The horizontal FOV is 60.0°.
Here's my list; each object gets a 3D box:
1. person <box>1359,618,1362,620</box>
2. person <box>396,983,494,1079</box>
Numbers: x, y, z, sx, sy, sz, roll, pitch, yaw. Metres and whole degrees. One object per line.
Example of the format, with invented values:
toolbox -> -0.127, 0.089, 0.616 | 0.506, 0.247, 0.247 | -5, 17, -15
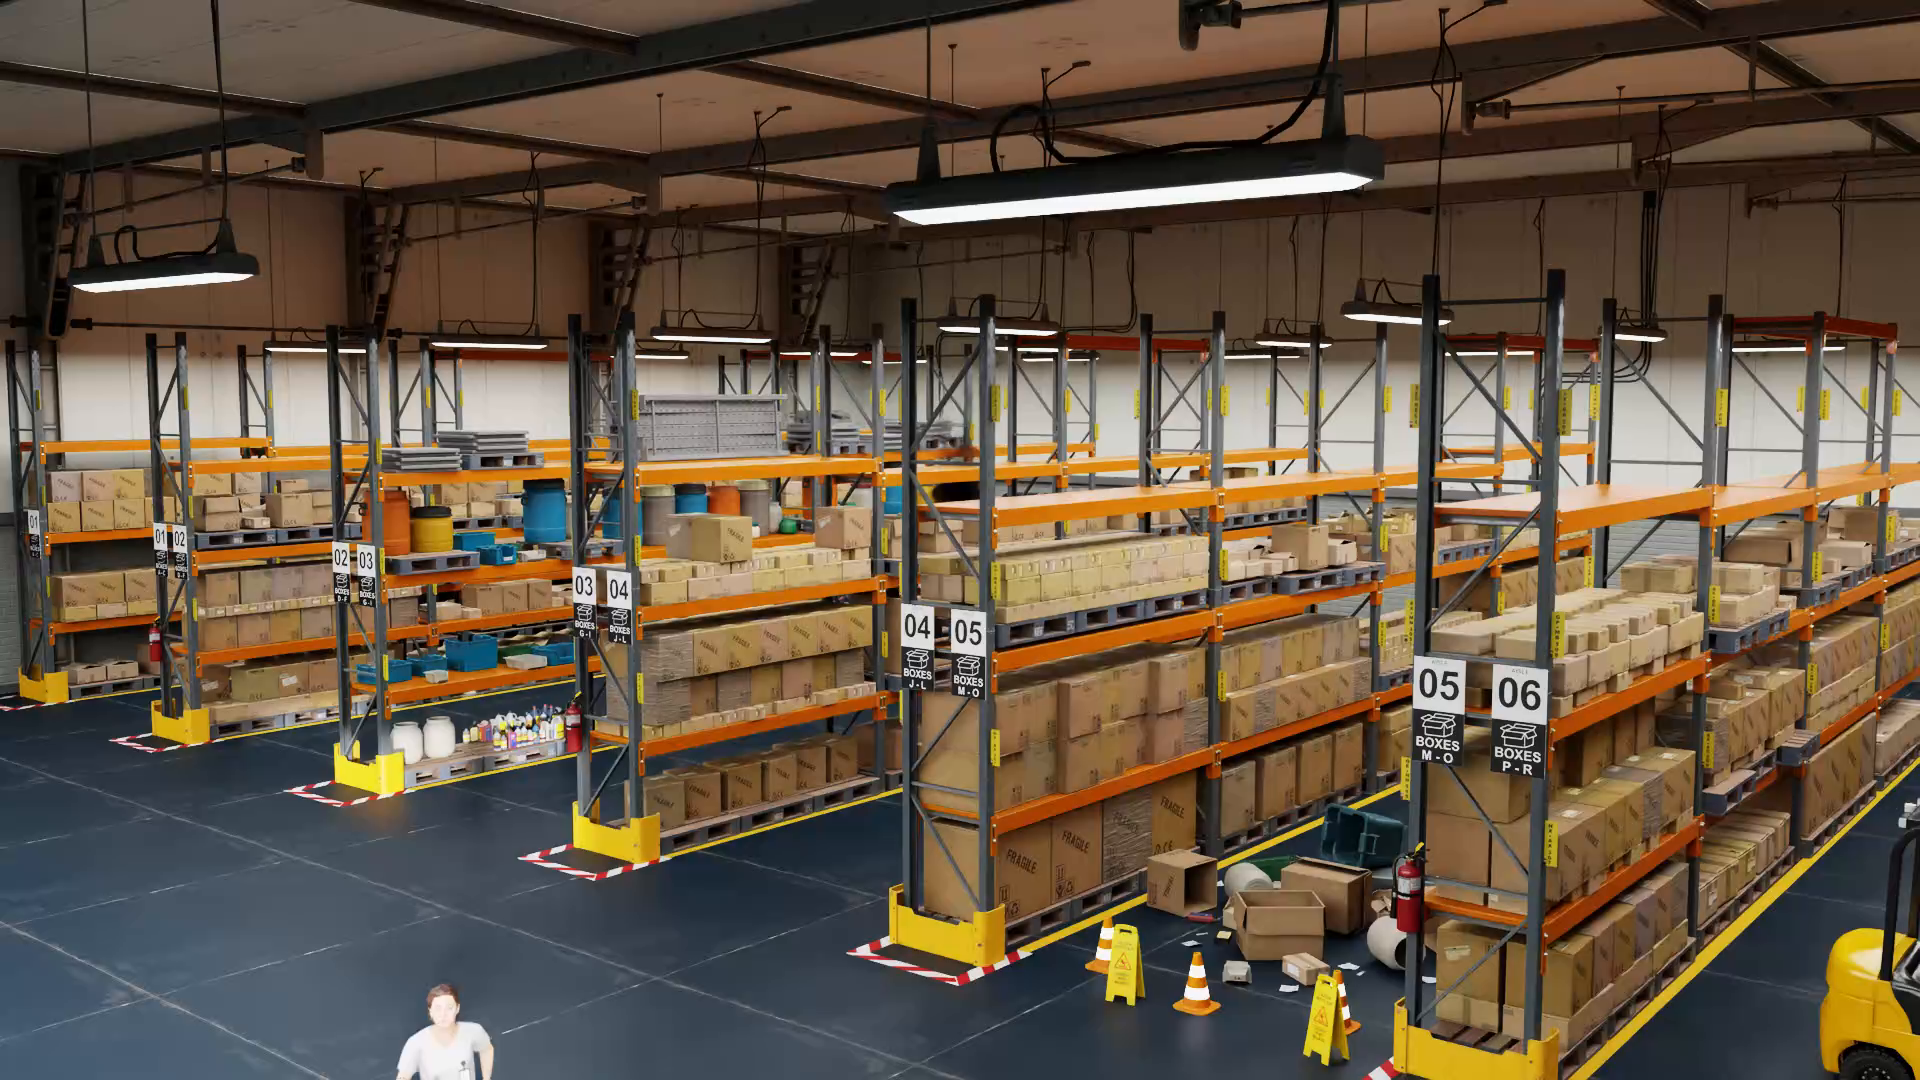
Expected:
person -> 6.211, 2.036, 25.626 | 0.576, 1.696, 0.726 | 5, 7, 43
person -> -3.050, 3.430, 9.884 | 0.566, 1.650, 0.922 | -2, 5, -18
